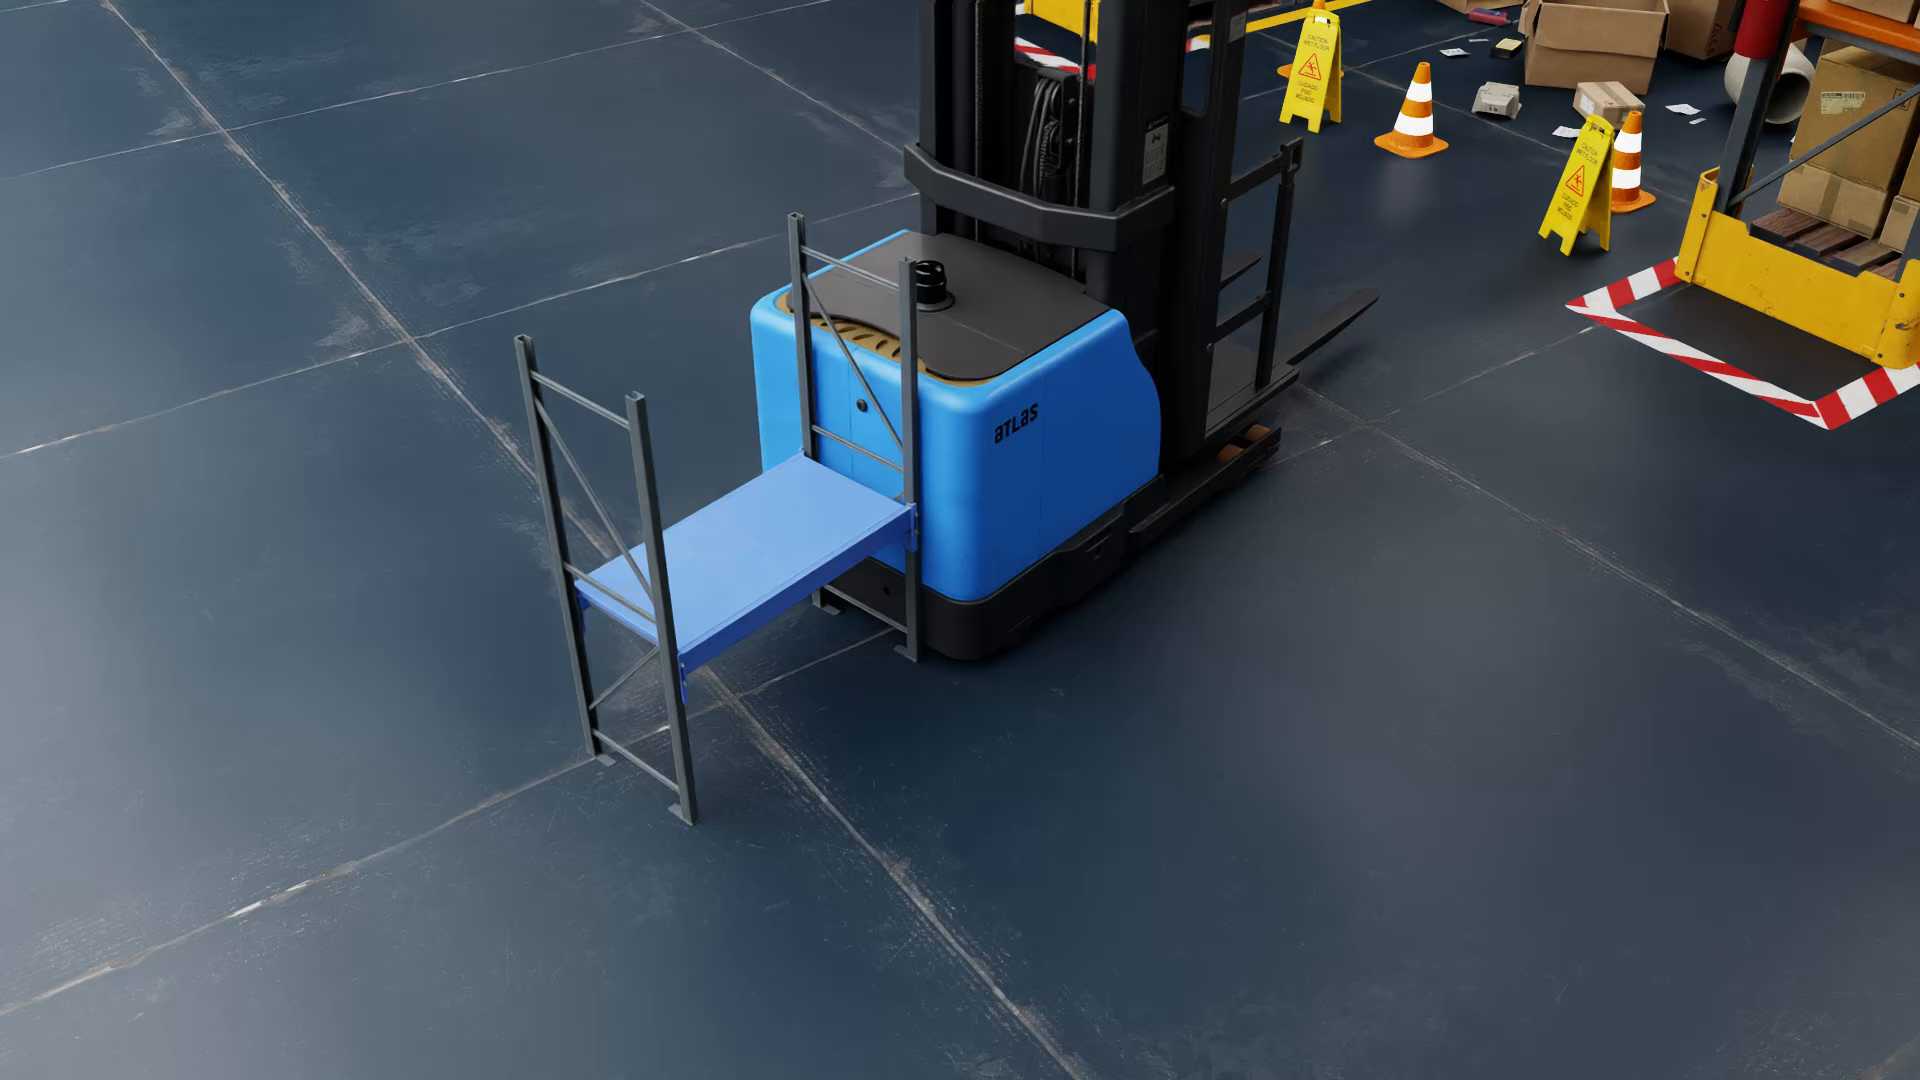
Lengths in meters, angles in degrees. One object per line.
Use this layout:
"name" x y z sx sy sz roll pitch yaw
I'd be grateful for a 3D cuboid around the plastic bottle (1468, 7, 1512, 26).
"plastic bottle" 3.524 -3.457 11.004 0.283 0.061 0.133 22 41 28

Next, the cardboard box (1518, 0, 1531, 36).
"cardboard box" 3.832 -3.368 10.705 0.258 0.266 0.396 -15 38 -20

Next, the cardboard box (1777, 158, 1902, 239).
"cardboard box" 4.366 -1.723 8.073 0.500 0.250 0.500 -23 41 -28

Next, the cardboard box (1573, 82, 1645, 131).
"cardboard box" 3.748 -2.508 9.610 0.250 0.149 0.380 -3 36 -4

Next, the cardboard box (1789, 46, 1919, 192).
"cardboard box" 4.345 -2.013 7.834 0.500 0.500 0.500 -22 41 -28

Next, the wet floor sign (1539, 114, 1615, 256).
"wet floor sign" 3.069 -1.752 8.133 0.232 0.644 0.267 -9 37 -12

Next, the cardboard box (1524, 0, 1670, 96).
"cardboard box" 3.818 -3.047 10.055 0.797 0.503 0.637 9 37 12

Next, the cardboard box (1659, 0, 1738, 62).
"cardboard box" 4.577 -3.420 10.458 0.503 0.637 0.797 -22 41 -28

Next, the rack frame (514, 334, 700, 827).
"rack frame" -0.991 0.159 4.744 0.500 1.500 0.032 27 44 32

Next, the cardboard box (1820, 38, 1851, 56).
"cardboard box" 5.450 -2.882 9.826 0.500 0.500 0.500 3 36 4

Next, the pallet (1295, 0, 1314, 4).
"pallet" 2.511 -4.172 11.869 1.213 0.211 1.003 -22 41 -28

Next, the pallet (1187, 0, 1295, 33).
"pallet" 1.515 -3.764 11.302 1.213 0.211 1.003 -22 41 -28

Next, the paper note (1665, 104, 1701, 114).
"paper note" 4.247 -2.533 9.756 0.142 0.019 0.148 -9 37 -12

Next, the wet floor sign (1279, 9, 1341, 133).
"wet floor sign" 2.023 -2.679 9.422 0.267 0.644 0.232 30 45 35

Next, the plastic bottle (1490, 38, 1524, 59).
"plastic bottle" 3.478 -3.125 10.543 0.133 0.061 0.283 22 41 28

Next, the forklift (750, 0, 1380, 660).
"forklift" 0.630 -1.571 5.924 1.130 2.935 3.031 27 44 32

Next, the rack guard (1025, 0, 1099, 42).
"rack guard" 0.887 -3.566 10.781 0.348 0.500 1.175 -22 41 -28

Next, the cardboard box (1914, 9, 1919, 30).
"cardboard box" 4.237 -2.174 6.919 0.250 0.149 0.380 -22 41 -28

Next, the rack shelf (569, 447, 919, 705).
"rack shelf" -0.658 0.081 5.161 0.538 0.185 1.000 27 44 32

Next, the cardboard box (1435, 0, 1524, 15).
"cardboard box" 3.498 -3.909 11.255 0.500 0.500 0.500 -15 38 -20

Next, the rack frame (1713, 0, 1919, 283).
"rack frame" 3.841 -2.261 6.825 0.127 3.000 1.000 -22 41 -28

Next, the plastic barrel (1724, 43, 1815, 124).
"plastic barrel" 4.657 -2.632 9.547 0.421 0.421 0.512 3 36 4

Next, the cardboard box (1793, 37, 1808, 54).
"cardboard box" 5.208 -3.247 10.537 0.258 0.266 0.396 9 37 12

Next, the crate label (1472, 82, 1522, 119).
"crate label" 3.138 -2.568 9.704 0.250 0.136 0.298 15 38 20

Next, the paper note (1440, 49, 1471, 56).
"paper note" 3.132 -3.086 10.517 0.142 0.017 0.144 -9 37 -12

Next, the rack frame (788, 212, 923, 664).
"rack frame" -0.326 -0.290 5.369 0.500 1.500 0.032 27 44 32

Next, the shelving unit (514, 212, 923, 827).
"shelving unit" -0.658 -0.065 5.056 0.538 1.500 1.048 27 44 32

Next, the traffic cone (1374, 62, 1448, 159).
"traffic cone" 2.532 -2.407 9.200 0.334 0.463 0.336 -22 41 -28

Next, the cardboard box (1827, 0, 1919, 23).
"cardboard box" 4.023 -2.387 7.215 0.250 0.149 0.380 -21 41 -26

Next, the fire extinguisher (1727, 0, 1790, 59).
"fire extinguisher" 3.482 -2.411 7.099 0.183 0.674 0.296 -22 41 -28

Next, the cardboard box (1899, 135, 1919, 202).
"cardboard box" 4.678 -1.767 7.491 0.500 0.500 0.500 -24 42 -29

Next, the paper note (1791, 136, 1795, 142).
"paper note" 4.749 -2.240 9.338 0.142 0.019 0.148 22 41 28

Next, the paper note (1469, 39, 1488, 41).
"paper note" 3.345 -3.222 10.721 0.123 0.001 0.032 -3 36 -4

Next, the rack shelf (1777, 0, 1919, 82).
"rack shelf" 5.475 -2.642 7.970 4.000 0.370 1.077 -22 41 -28

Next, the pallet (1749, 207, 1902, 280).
"pallet" 4.587 -1.411 8.031 1.213 0.211 1.003 -22 41 -28

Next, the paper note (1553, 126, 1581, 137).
"paper note" 3.467 -2.324 9.454 0.148 0.019 0.142 22 41 28

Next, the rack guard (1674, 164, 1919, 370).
"rack guard" 3.903 -1.272 7.590 0.348 0.500 1.175 -22 41 -28

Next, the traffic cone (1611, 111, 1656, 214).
"traffic cone" 3.449 -1.991 8.622 0.334 0.463 0.336 -22 41 -28

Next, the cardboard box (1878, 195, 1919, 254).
"cardboard box" 4.659 -1.454 7.699 0.500 0.250 0.500 -23 42 -28

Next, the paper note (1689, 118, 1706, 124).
"paper note" 4.262 -2.421 9.607 0.123 0.001 0.032 -22 41 -28

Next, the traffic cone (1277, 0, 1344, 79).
"traffic cone" 2.159 -3.060 10.109 0.334 0.463 0.336 -22 41 -28
